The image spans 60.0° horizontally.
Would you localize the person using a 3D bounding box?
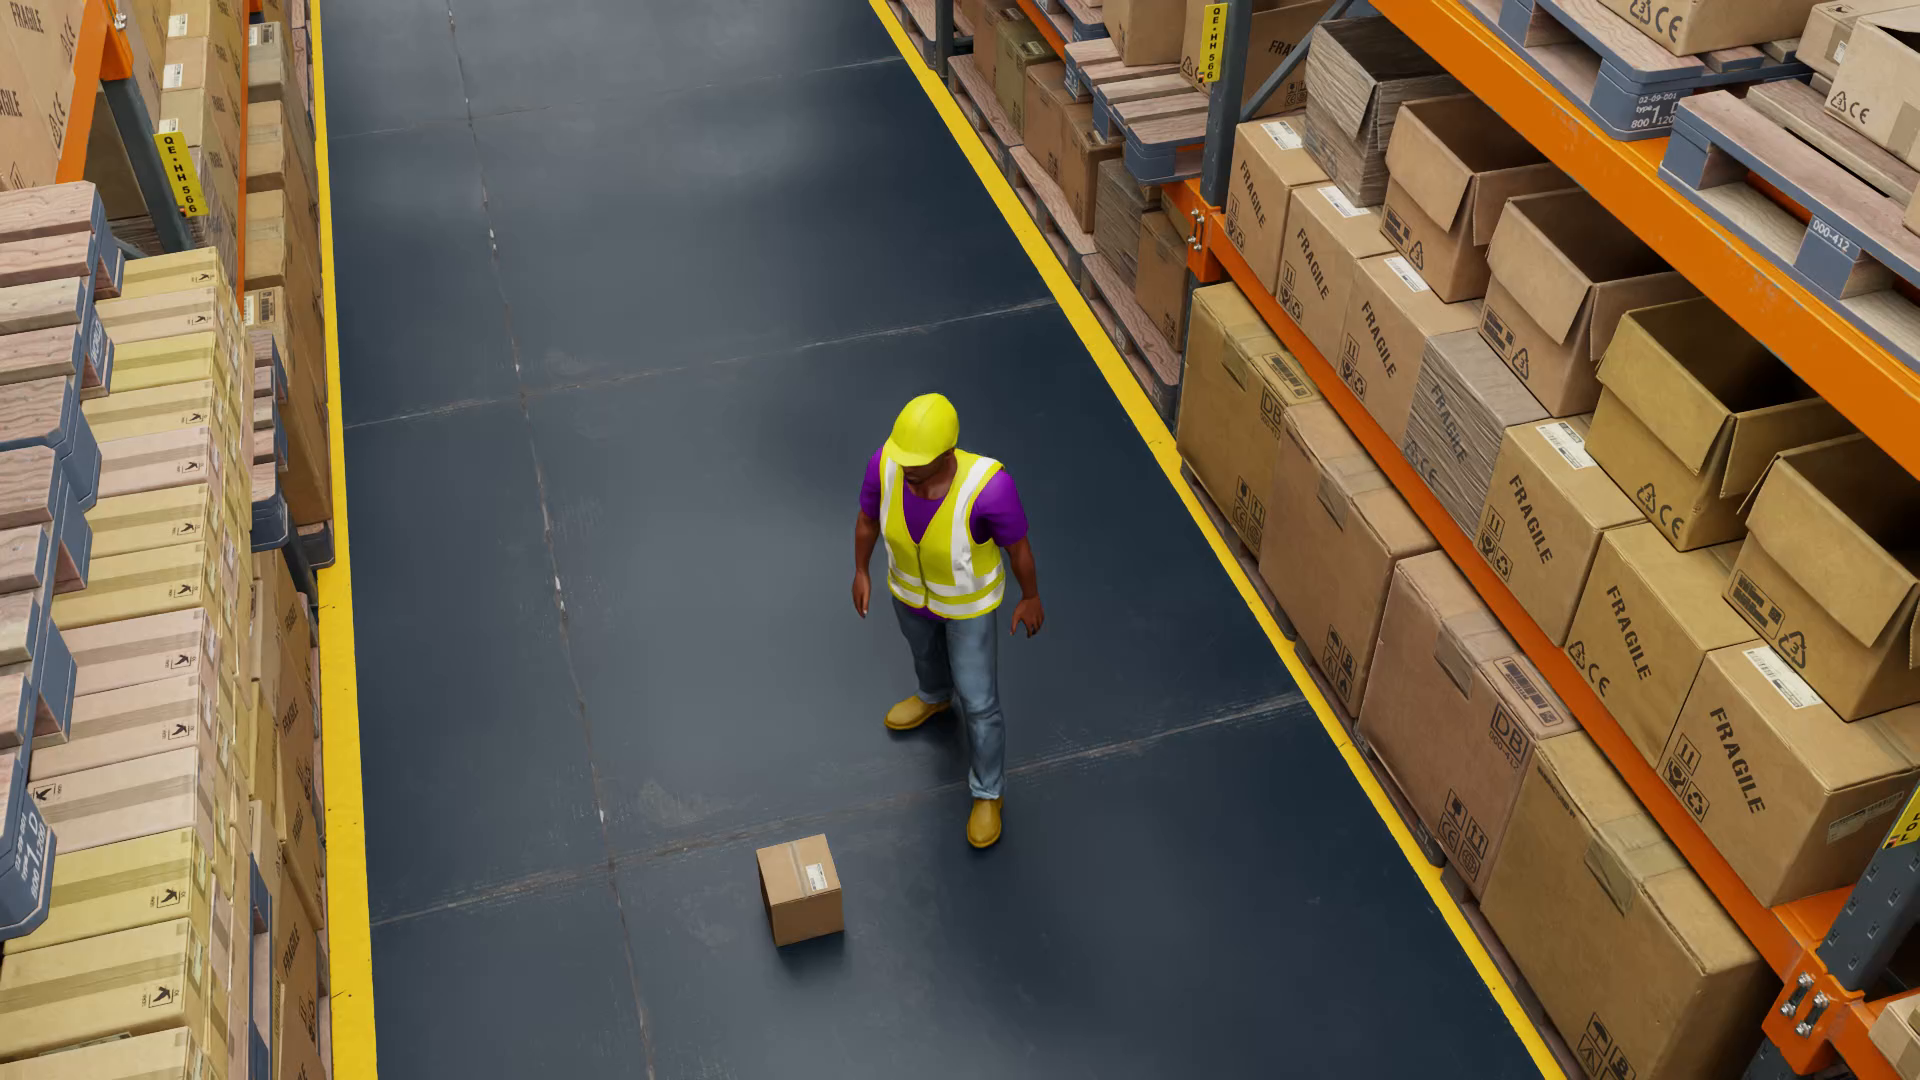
[{"bbox_3d":[-0.068,0.222,5.876,0.732,1.749,0.692,19,45,20],"label":"person"}]
